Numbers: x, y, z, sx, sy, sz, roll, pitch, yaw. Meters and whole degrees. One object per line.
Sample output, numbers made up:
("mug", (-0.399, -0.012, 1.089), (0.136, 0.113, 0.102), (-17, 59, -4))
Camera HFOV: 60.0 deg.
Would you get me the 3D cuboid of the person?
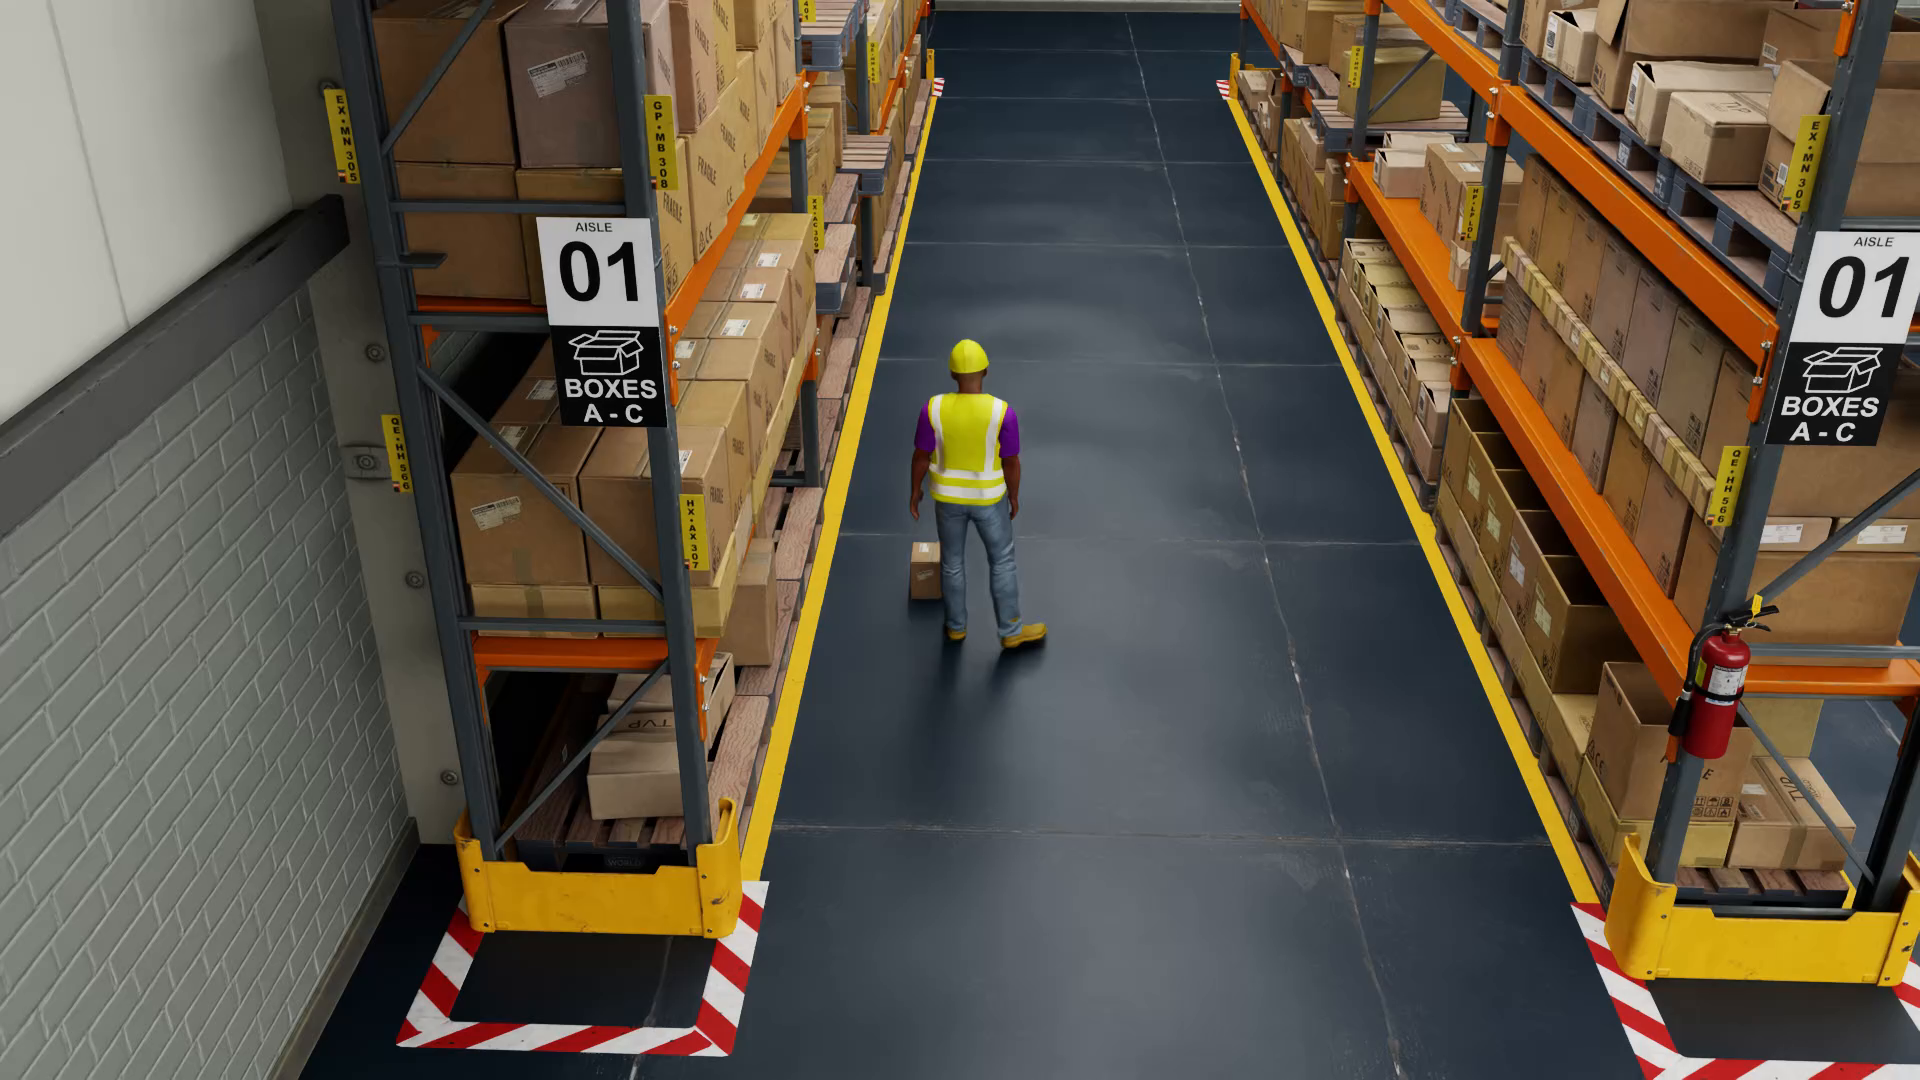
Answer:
("person", (0.105, -0.254, 9.058), (0.765, 1.769, 0.397), (4, 28, 8))
